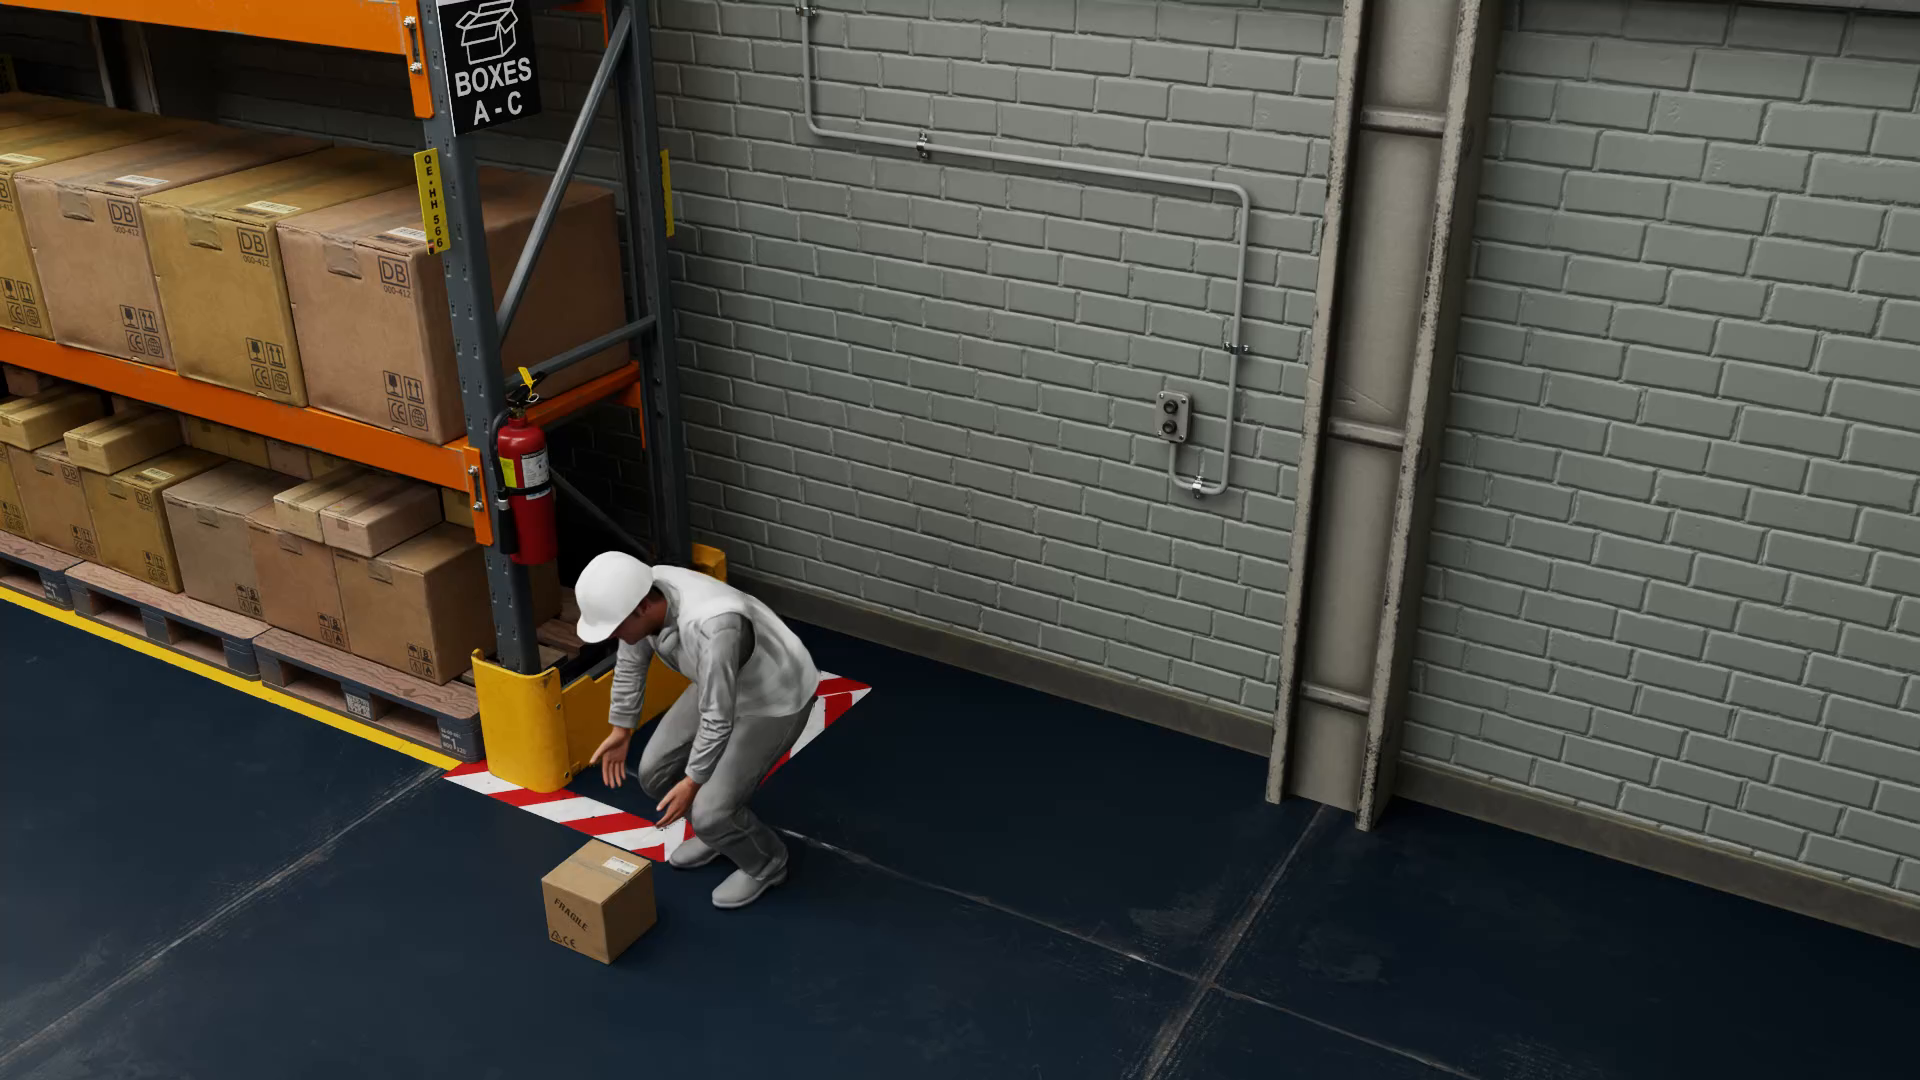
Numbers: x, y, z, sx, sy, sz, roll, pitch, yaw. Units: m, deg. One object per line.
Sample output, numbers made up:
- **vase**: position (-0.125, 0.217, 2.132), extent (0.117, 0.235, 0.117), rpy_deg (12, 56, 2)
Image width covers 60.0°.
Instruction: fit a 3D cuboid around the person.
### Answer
- **person**: position (-0.828, 0.575, 5.395), extent (0.799, 1.360, 0.589), rpy_deg (-20, 33, -35)
